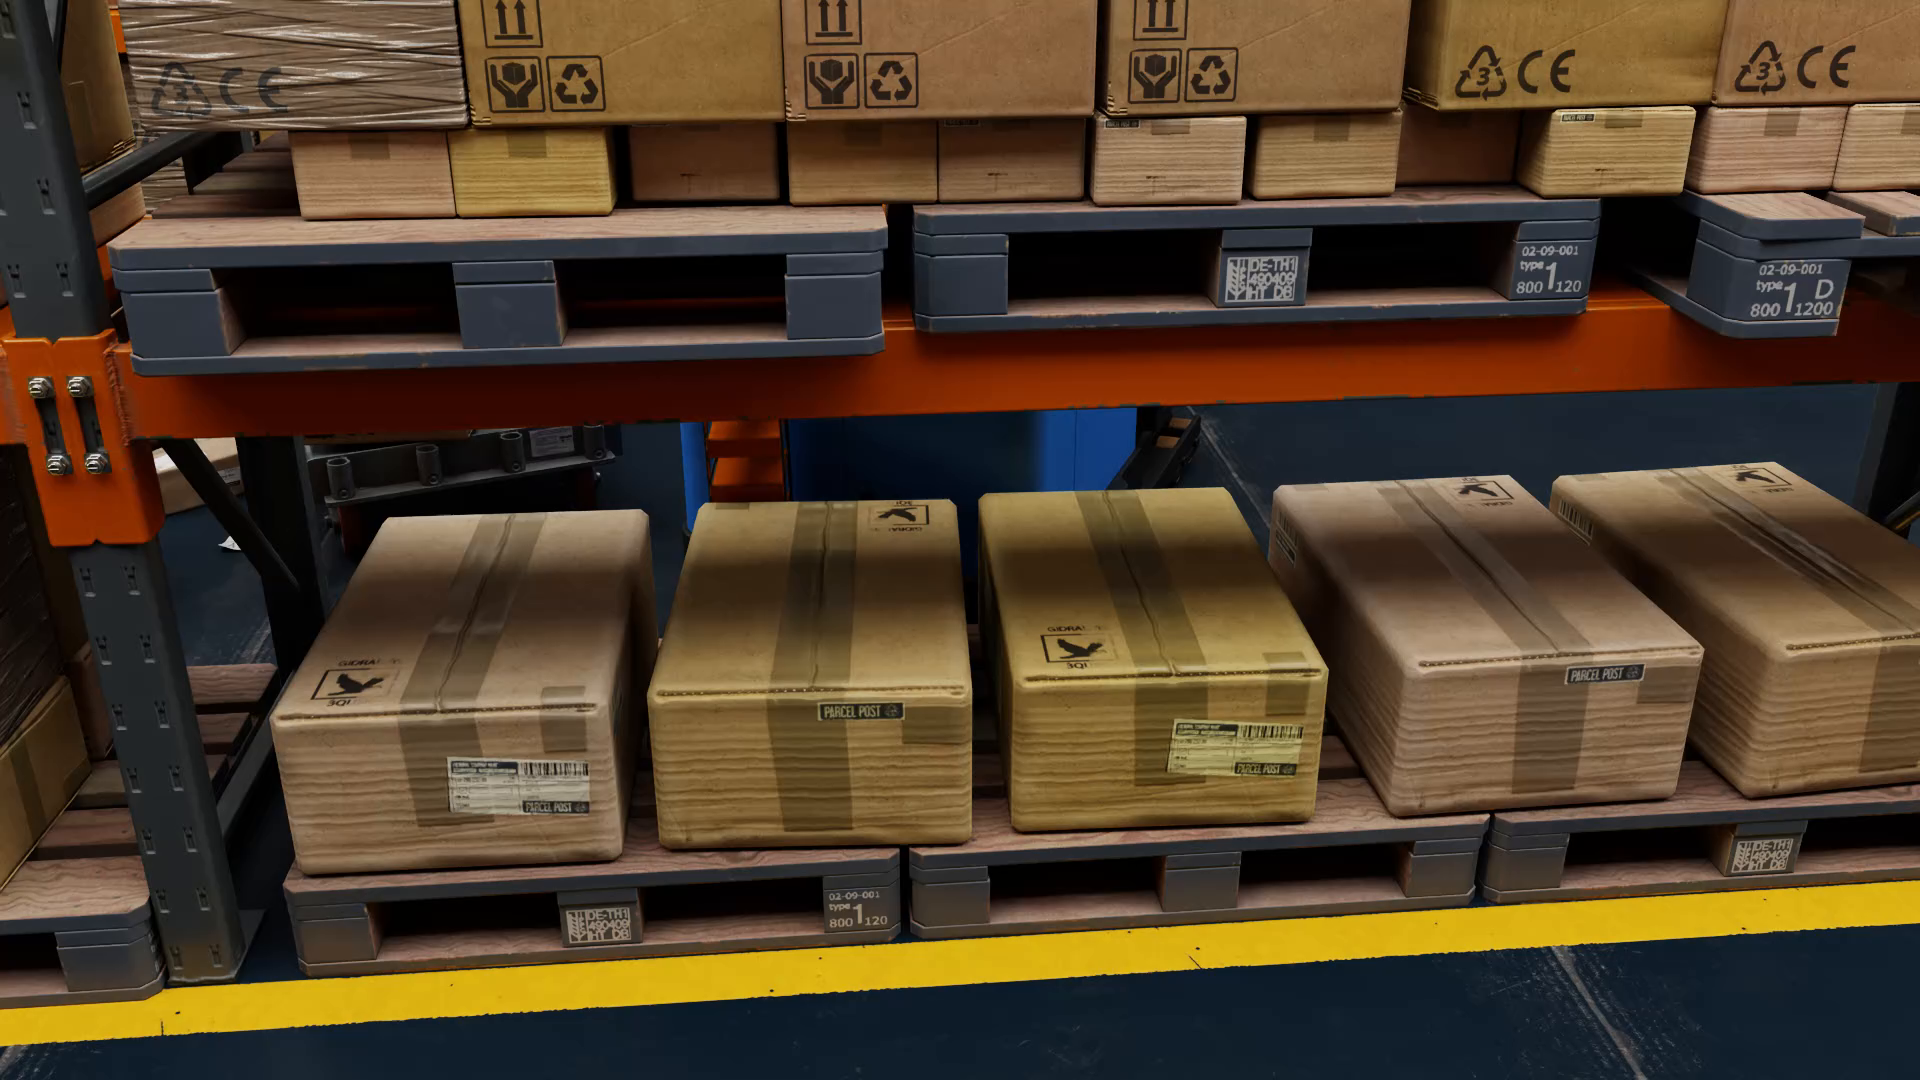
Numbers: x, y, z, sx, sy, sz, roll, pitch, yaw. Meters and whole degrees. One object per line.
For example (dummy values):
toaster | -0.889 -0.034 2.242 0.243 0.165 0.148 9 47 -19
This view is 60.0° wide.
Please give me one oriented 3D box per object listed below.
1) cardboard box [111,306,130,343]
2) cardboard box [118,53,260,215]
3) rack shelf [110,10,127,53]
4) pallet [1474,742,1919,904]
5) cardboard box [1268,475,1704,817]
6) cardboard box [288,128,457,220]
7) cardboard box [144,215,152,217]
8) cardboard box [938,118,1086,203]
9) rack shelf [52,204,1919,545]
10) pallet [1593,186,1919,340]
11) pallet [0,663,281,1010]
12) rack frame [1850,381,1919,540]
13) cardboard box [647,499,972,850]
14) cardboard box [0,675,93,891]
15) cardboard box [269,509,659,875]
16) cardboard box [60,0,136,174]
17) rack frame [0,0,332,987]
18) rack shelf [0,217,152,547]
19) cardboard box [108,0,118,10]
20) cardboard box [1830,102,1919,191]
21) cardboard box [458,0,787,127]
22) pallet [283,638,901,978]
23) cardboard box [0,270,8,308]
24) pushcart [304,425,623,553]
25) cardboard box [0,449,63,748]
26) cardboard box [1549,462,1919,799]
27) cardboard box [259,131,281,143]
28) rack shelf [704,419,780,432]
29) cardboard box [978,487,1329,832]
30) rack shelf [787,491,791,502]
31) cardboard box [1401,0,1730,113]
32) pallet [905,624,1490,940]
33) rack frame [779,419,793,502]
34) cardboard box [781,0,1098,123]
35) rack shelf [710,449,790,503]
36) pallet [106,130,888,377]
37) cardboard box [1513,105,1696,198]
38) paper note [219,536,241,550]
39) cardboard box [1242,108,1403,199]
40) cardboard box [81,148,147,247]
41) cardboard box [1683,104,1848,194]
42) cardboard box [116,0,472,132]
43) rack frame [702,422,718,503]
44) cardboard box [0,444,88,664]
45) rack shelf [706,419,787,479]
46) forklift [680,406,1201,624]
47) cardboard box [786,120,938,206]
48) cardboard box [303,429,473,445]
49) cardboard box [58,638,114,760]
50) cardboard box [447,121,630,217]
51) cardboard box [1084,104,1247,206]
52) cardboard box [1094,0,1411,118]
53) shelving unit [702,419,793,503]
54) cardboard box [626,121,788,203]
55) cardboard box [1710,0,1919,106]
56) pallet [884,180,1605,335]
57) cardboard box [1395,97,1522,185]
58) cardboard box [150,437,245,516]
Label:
cardboard box | -3.093 -0.591 5.793 0.503 0.637 0.797 -2 24 -5
cardboard box | -3.658 -1.879 7.883 0.875 0.875 0.875 -2 24 -5
rack shelf | -4.119 -2.284 7.580 4.000 0.370 1.077 -2 24 -5
pallet | 1.661 0.450 3.978 1.213 0.211 1.003 -2 24 -5
cardboard box | 1.142 0.205 3.814 0.625 0.372 0.950 -3 24 -6
cardboard box | -0.961 -0.667 2.850 0.250 0.149 0.380 -2 24 -4
cardboard box | -3.573 -1.074 7.048 0.500 0.500 0.500 2 24 4
cardboard box | 0.070 -0.718 2.965 0.250 0.149 0.380 -2 24 -5
rack shelf | 0.449 -0.447 3.447 4.000 0.370 1.077 -2 24 -5
pallet | 1.740 -0.696 3.359 1.003 0.211 1.213 -2 24 -5
pallet | -2.207 0.620 3.595 1.213 0.211 1.003 -2 24 -5
rack frame | 2.439 -0.855 3.481 0.127 3.000 1.000 -2 24 -5
cardboard box | -0.305 0.261 3.687 0.625 0.372 0.950 -1 24 -2
cardboard box | -2.104 0.501 3.297 0.500 0.250 0.500 -1 24 -3
cardboard box | -1.020 0.291 3.619 0.625 0.372 0.950 -2 24 -4
cardboard box | -2.007 -0.972 3.255 0.500 0.500 0.500 -2 24 -5
rack frame | -1.542 -0.695 3.122 0.127 3.000 1.000 -2 24 -5
rack shelf | -3.532 -0.287 3.088 4.000 0.370 1.077 -2 24 -5
cardboard box | -3.589 -2.736 7.528 0.550 0.550 0.875 -2 24 -5
cardboard box | 1.630 -0.756 3.050 0.250 0.149 0.380 -2 24 -6
cardboard box | -0.549 -0.992 2.782 0.500 0.500 0.500 -2 24 -5
pallet | -0.767 0.547 3.759 1.213 0.211 1.003 -2 24 -5
cardboard box | -1.832 -0.445 2.867 0.250 0.149 0.380 -3 24 -6
pushcart | -1.816 -0.417 5.723 0.936 0.377 1.648 -11 26 -23
cardboard box | -2.104 0.159 3.145 0.500 0.500 0.500 -3 24 -6
cardboard box | 1.876 0.172 3.888 0.625 0.372 0.950 -4 24 -9
cardboard box | -2.762 -1.916 7.967 0.875 0.875 0.875 -2 24 -4
rack shelf | -0.529 -0.359 4.082 0.180 0.103 0.258 -2 24 -2
cardboard box | 0.387 0.233 3.751 0.625 0.372 0.950 -2 24 -3
rack shelf | -0.522 -0.031 4.231 0.180 0.103 0.258 -2 24 -2
cardboard box | 0.998 -1.052 2.918 0.500 0.500 0.500 -4 24 -9
pallet | 0.450 0.497 3.872 1.213 0.211 1.003 -2 24 -5
rack frame | -0.434 -0.184 4.166 0.006 1.200 0.240 -2 24 -2
cardboard box | -0.055 -1.006 2.814 0.500 0.500 0.500 -2 24 -5
rack shelf | -0.525 -0.141 4.181 0.180 0.103 0.258 -2 24 -2
pallet | -0.767 -0.580 3.097 1.213 0.211 1.003 -2 24 -5
cardboard box | 1.106 -0.732 2.997 0.250 0.149 0.380 -2 24 -4
paper note | -2.237 -0.007 5.228 0.142 0.019 0.148 -2 24 -5
cardboard box | 0.602 -0.730 2.992 0.250 0.149 0.380 -3 24 -7
cardboard box | -1.887 -0.698 3.436 0.250 0.149 0.380 -2 24 -5
cardboard box | 1.379 -0.749 3.035 0.250 0.149 0.380 -3 24 -8
cardboard box | -1.047 -0.972 2.737 0.500 0.500 0.500 -2 24 -4
rack frame | -0.617 -0.178 4.160 0.006 1.200 0.240 -2 24 -2
cardboard box | -2.155 -0.059 3.635 0.500 0.500 0.500 -1 24 -3
rack shelf | -0.527 -0.250 4.132 0.180 0.103 0.258 -2 24 -2
forklift | 0.209 -1.578 5.191 1.130 2.935 3.031 8 25 18
cardboard box | -0.177 -0.709 2.944 0.250 0.149 0.380 -2 24 -4
cardboard box | -1.747 -0.618 5.091 0.500 0.500 0.500 -2 24 -5
cardboard box | -2.155 0.284 3.787 0.500 0.250 0.500 -3 24 -8
cardboard box | -0.711 -0.673 2.864 0.250 0.149 0.380 -2 24 -4
cardboard box | 0.339 -0.708 2.941 0.250 0.149 0.380 -1 24 -3
cardboard box | 0.455 -1.031 2.870 0.500 0.500 0.500 -3 24 -7
shelving unit | -0.525 -0.181 4.163 0.189 1.200 0.258 -2 24 -2
cardboard box | -0.437 -0.716 2.959 0.250 0.149 0.380 -1 24 -2
cardboard box | 1.500 -1.073 2.965 0.500 0.500 0.500 -3 24 -6
pallet | 0.473 -0.672 3.305 1.213 0.211 1.003 -2 24 -5
cardboard box | 0.844 -0.773 3.089 0.250 0.149 0.380 -2 24 -5
cardboard box | -2.563 -0.281 5.555 0.258 0.266 0.396 22 32 40
